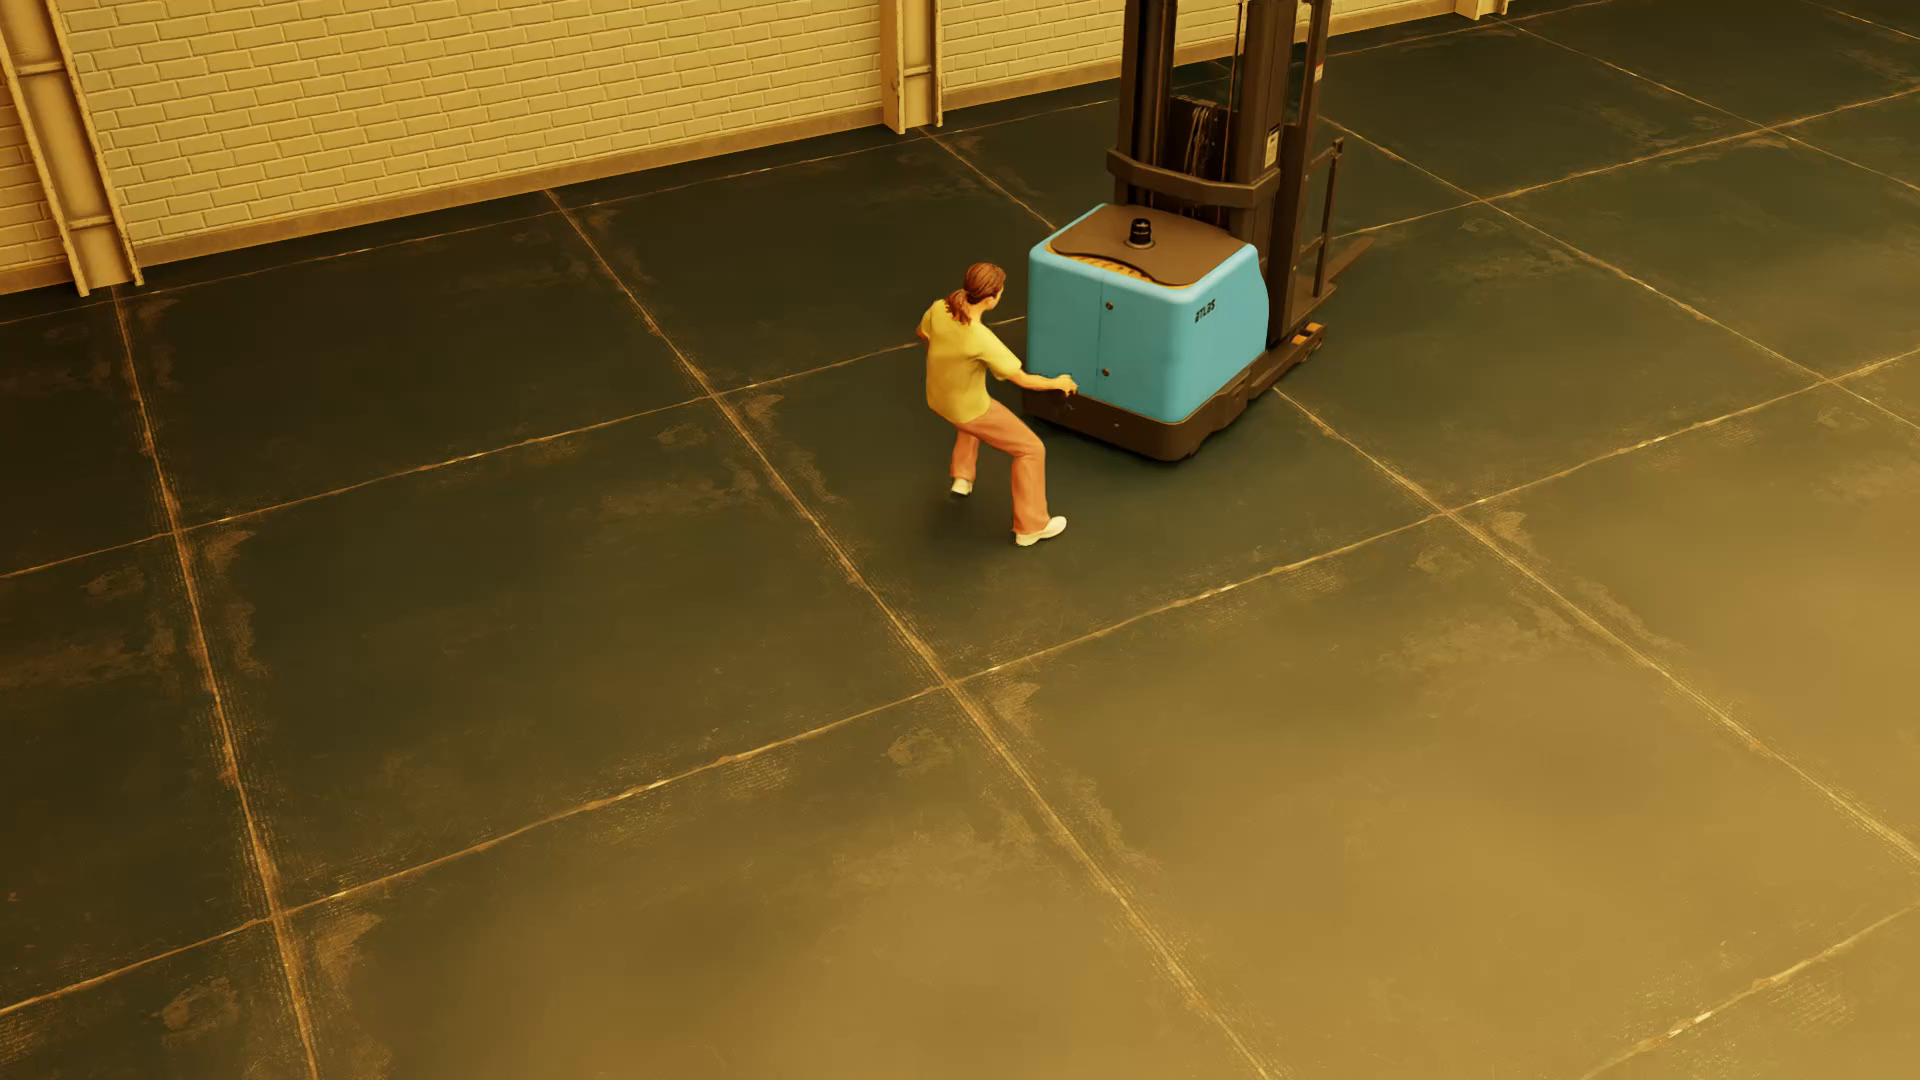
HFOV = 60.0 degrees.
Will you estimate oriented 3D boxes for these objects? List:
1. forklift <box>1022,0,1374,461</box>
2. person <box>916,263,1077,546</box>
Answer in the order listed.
[{"bbox_3d":[1.624,-2.434,9.566,1.130,2.935,3.031,22,41,28],"label":"forklift"},{"bbox_3d":[0.156,-0.757,8.416,0.628,1.515,0.778,-28,44,-34],"label":"person"}]
